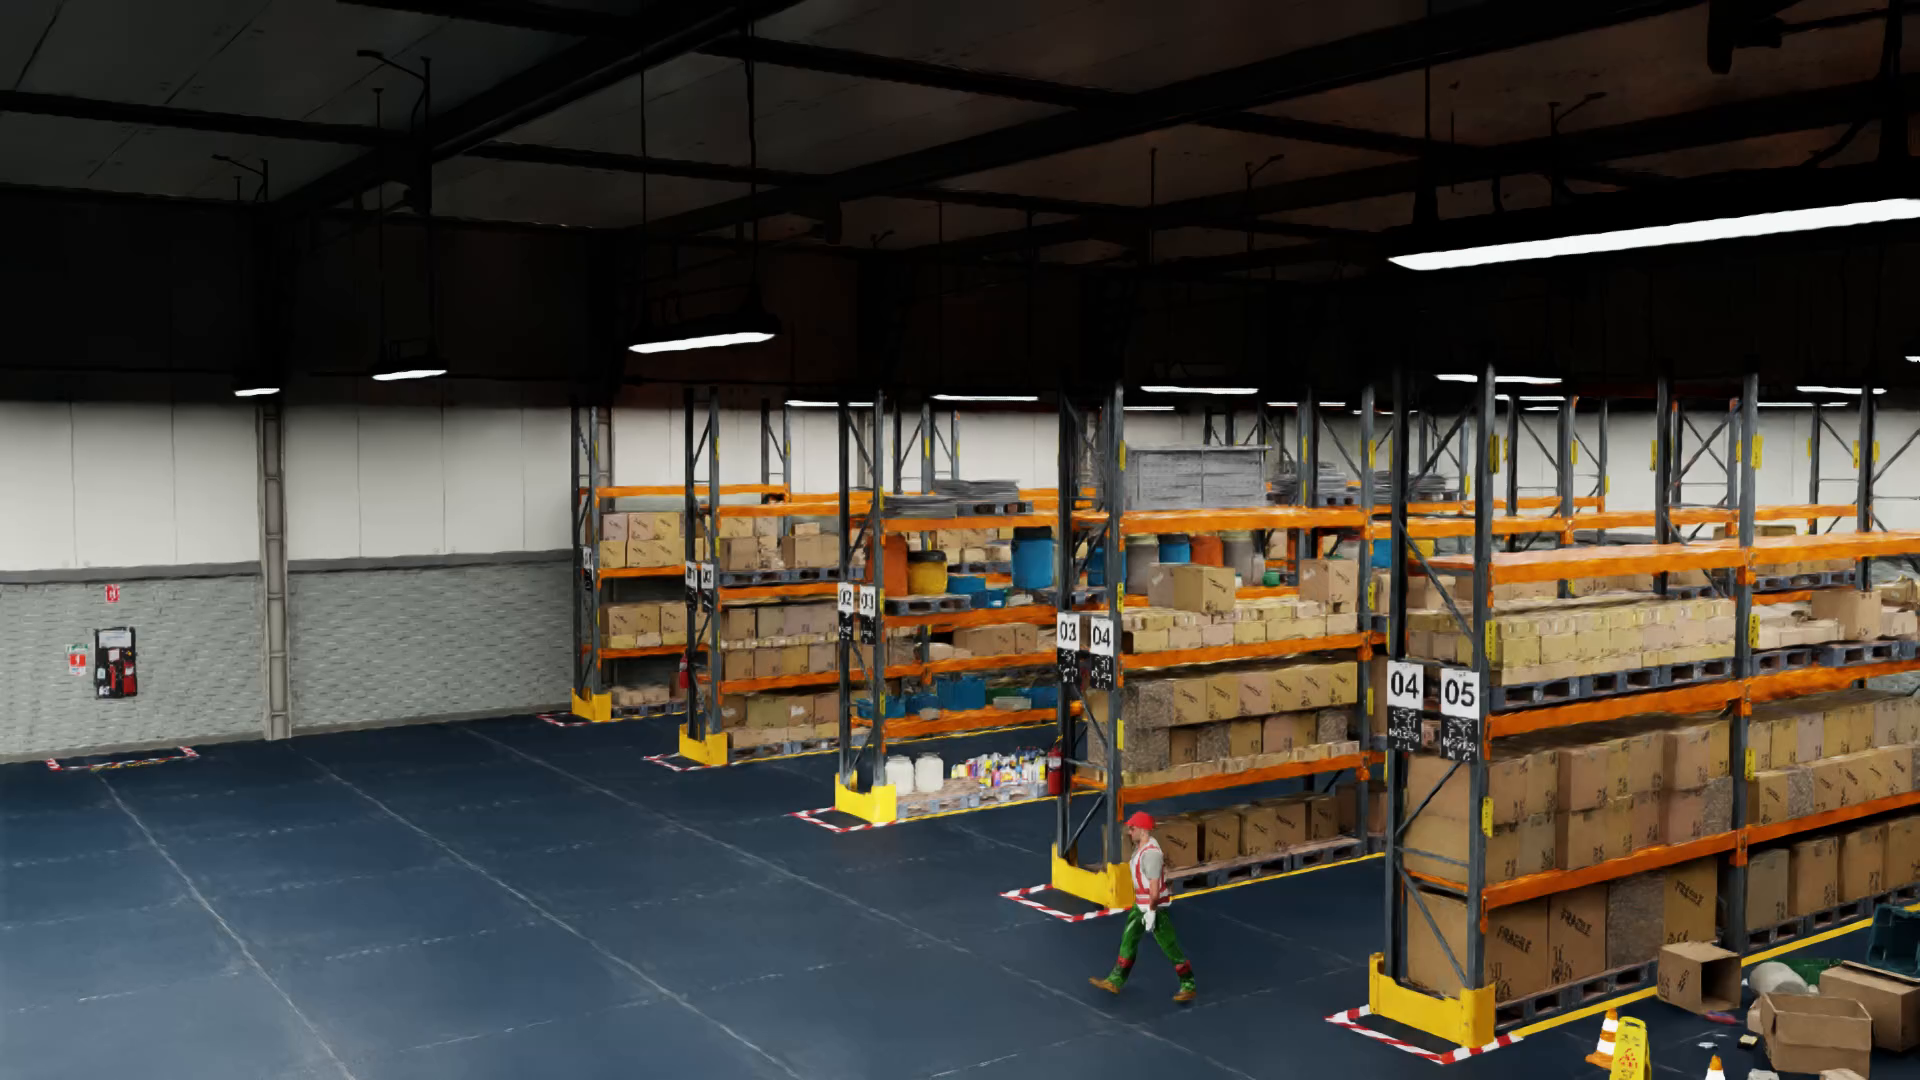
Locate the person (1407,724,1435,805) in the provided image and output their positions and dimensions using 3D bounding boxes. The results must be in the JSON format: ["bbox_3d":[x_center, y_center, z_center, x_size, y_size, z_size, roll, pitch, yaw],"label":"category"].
[{"bbox_3d":[5.555,3.076,19.687,0.594,1.778,0.619,2,4,27],"label":"person"}]

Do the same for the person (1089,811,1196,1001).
[{"bbox_3d":[1.702,3.366,15.346,0.943,1.744,0.593,0,3,-7],"label":"person"}]

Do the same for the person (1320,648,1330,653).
[{"bbox_3d":[8.294,2.031,38.002,0.578,1.714,0.719,-2,4,-36],"label":"person"}]
